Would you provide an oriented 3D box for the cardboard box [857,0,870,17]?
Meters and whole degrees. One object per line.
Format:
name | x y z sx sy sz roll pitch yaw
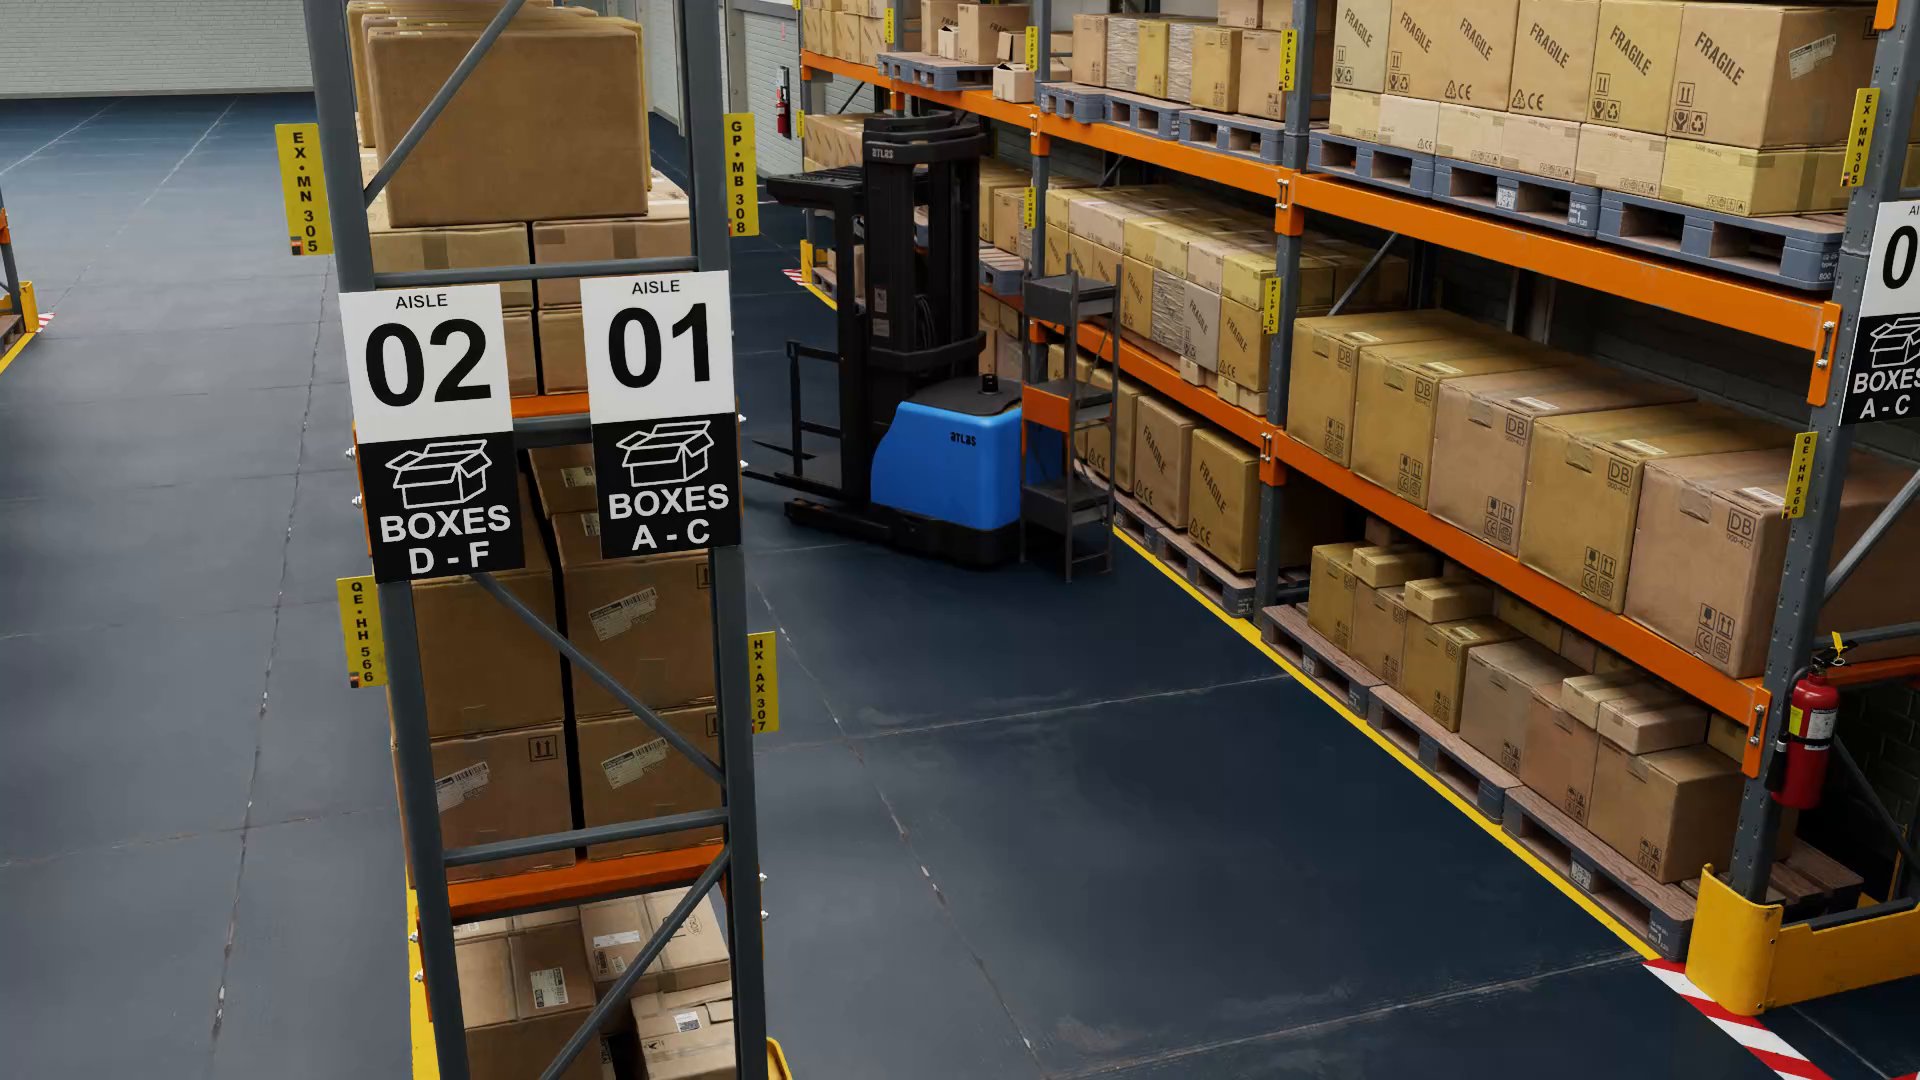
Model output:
cardboard box | -0.782 -5.729 17.334 0.500 0.500 0.500 -5 20 -14

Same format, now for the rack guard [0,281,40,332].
rack guard | -10.778 -2.517 18.185 1.175 0.500 0.348 -6 21 -17

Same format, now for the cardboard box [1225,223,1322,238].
cardboard box | 2.100 -1.967 11.229 0.500 0.250 0.500 -7 21 -19

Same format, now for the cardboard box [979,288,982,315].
cardboard box | 0.372 -2.324 15.886 0.500 0.250 0.500 -7 21 -19

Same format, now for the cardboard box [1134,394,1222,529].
cardboard box | 1.720 -0.580 11.654 0.750 0.750 0.750 -6 21 -16

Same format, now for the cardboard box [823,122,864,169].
cardboard box | -1.275 -4.546 19.219 0.500 0.500 0.500 -7 21 -19

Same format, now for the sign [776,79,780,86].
sign | -3.110 -7.808 28.380 0.001 0.109 0.331 -6 21 -17

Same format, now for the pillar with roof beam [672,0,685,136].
pillar with roof beam | -10.145 -12.775 34.172 9.100 9.000 0.400 -6 21 -17

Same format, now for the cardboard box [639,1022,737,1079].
cardboard box | -0.919 1.860 5.867 0.380 0.149 0.250 -6 21 -17

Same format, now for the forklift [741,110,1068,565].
forklift | -0.670 -1.591 12.009 3.031 2.935 1.130 15 25 36

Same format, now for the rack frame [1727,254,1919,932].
rack frame | 3.587 0.369 6.452 1.000 3.000 0.127 -6 21 -17

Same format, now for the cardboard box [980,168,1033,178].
cardboard box | 0.349 -3.181 15.537 0.700 0.500 0.500 -4 20 -10

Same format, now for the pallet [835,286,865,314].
pallet | -0.816 -2.774 19.326 1.003 0.211 1.213 -6 21 -17

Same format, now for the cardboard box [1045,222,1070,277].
cardboard box | 0.983 -2.212 13.020 0.500 0.500 0.500 -6 21 -16

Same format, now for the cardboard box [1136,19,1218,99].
cardboard box | 1.658 -3.371 11.629 0.700 0.500 0.500 -5 20 -14

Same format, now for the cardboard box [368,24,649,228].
cardboard box | -1.291 -1.196 4.745 0.700 0.500 0.500 -6 21 -17

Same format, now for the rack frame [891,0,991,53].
rack frame | -0.184 -6.305 16.160 1.000 3.000 0.127 -6 21 -17

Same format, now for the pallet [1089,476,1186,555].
pallet | 1.629 -0.234 12.256 1.003 0.211 1.213 -6 21 -17

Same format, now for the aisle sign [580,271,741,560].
aisle sign | -0.814 -0.336 4.570 0.394 0.787 0.004 -6 21 -17

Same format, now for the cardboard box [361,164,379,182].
cardboard box | -1.829 -1.139 5.696 0.500 0.250 0.500 -6 21 -17

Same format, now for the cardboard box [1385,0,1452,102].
cardboard box | 2.455 -2.431 8.153 0.500 0.500 0.500 -7 21 -18

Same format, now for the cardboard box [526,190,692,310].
cardboard box | -1.028 -0.873 4.953 0.500 0.250 0.500 -6 21 -17

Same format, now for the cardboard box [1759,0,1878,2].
cardboard box | 3.428 -2.000 6.955 0.500 0.500 0.500 -7 21 -18

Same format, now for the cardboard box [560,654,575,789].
cardboard box | -1.170 0.514 5.901 0.500 0.500 0.500 -7 21 -18

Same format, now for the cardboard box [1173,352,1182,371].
cardboard box | 1.662 -1.215 11.203 0.380 0.149 0.250 -6 21 -17

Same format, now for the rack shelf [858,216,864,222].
rack shelf | -0.813 -3.785 19.082 1.077 0.370 4.000 -6 21 -17

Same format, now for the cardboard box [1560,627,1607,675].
cardboard box | 3.183 0.523 8.141 0.380 0.149 0.250 -6 21 -16

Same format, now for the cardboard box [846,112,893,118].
cardboard box | -1.092 -4.929 20.284 0.500 0.500 0.500 -7 21 -18

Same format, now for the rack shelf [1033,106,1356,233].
rack shelf | 1.701 -2.630 11.428 1.077 0.370 4.000 -6 21 -17

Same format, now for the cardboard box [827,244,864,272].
cardboard box | -1.310 -3.476 20.483 0.500 0.311 0.500 -9 22 -23

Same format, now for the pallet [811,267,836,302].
pallet | -1.196 -3.165 20.415 1.003 0.211 1.213 -6 21 -17

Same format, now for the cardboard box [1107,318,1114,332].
cardboard box | 1.317 -1.633 12.369 0.380 0.149 0.250 -6 21 -16

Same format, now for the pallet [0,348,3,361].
pallet | -10.148 -1.729 16.419 1.003 0.211 1.213 -6 21 -17

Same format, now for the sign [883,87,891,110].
sign | -0.908 -5.512 20.644 0.100 0.325 0.005 -6 21 -17

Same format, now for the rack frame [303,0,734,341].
rack frame | -1.114 -1.927 3.970 1.000 3.000 0.127 -6 21 -17

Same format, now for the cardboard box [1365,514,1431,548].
cardboard box | 2.611 -0.058 9.758 0.380 0.149 0.250 -7 21 -18

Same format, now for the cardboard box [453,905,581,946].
cardboard box | -1.789 1.527 6.645 0.500 0.250 0.500 -6 21 -17

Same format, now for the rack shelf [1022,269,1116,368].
rack shelf | 0.722 -1.448 10.812 0.431 0.518 0.480 -14 24 -35

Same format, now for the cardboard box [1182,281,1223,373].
cardboard box | 1.776 -1.395 10.746 0.500 0.500 0.500 -6 21 -17

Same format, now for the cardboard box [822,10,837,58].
cardboard box | -1.272 -5.758 18.894 0.500 0.500 0.500 -5 20 -15

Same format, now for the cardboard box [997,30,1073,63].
cardboard box | 0.753 -4.094 14.258 0.797 0.503 0.637 -3 20 -10

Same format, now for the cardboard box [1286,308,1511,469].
cardboard box | 2.485 -0.880 9.486 0.980 0.700 0.700 -6 21 -16

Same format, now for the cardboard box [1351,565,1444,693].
cardboard box | 2.623 0.476 9.229 0.700 0.500 0.500 -7 21 -18

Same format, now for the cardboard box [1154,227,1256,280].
cardboard box | 1.629 -1.916 11.086 0.500 0.250 0.500 -6 21 -16

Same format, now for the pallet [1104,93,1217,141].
pallet | 1.680 -2.962 11.567 1.003 0.211 1.213 -5 20 -15

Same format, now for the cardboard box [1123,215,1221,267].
cardboard box | 1.468 -2.079 11.541 0.500 0.250 0.500 -7 21 -18

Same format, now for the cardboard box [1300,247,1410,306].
cardboard box | 2.433 -1.640 10.317 0.500 0.250 0.500 -6 21 -16

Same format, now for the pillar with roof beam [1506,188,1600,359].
pillar with roof beam | -0.716 -3.148 7.369 9.100 9.000 0.400 -6 21 -17

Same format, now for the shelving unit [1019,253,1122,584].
shelving unit | 0.722 -0.802 11.044 0.431 2.100 0.503 -14 24 -35

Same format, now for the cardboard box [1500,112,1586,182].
cardboard box | 2.772 -1.757 7.387 0.500 0.250 0.500 -7 21 -19

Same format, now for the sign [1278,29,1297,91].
sign | 1.818 -2.657 9.209 0.100 0.325 0.005 -6 21 -17

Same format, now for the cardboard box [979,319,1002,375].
cardboard box | 0.562 -1.789 15.506 0.700 0.500 0.500 -7 21 -17

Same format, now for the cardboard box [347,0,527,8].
cardboard box | -2.160 -1.989 6.953 0.700 0.500 0.500 -6 21 -17

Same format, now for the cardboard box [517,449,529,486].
cardboard box | -1.488 -0.283 6.639 0.500 0.500 0.500 -7 21 -18

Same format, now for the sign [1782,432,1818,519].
sign | 3.068 -0.234 6.069 0.100 0.325 0.005 -6 21 -17
